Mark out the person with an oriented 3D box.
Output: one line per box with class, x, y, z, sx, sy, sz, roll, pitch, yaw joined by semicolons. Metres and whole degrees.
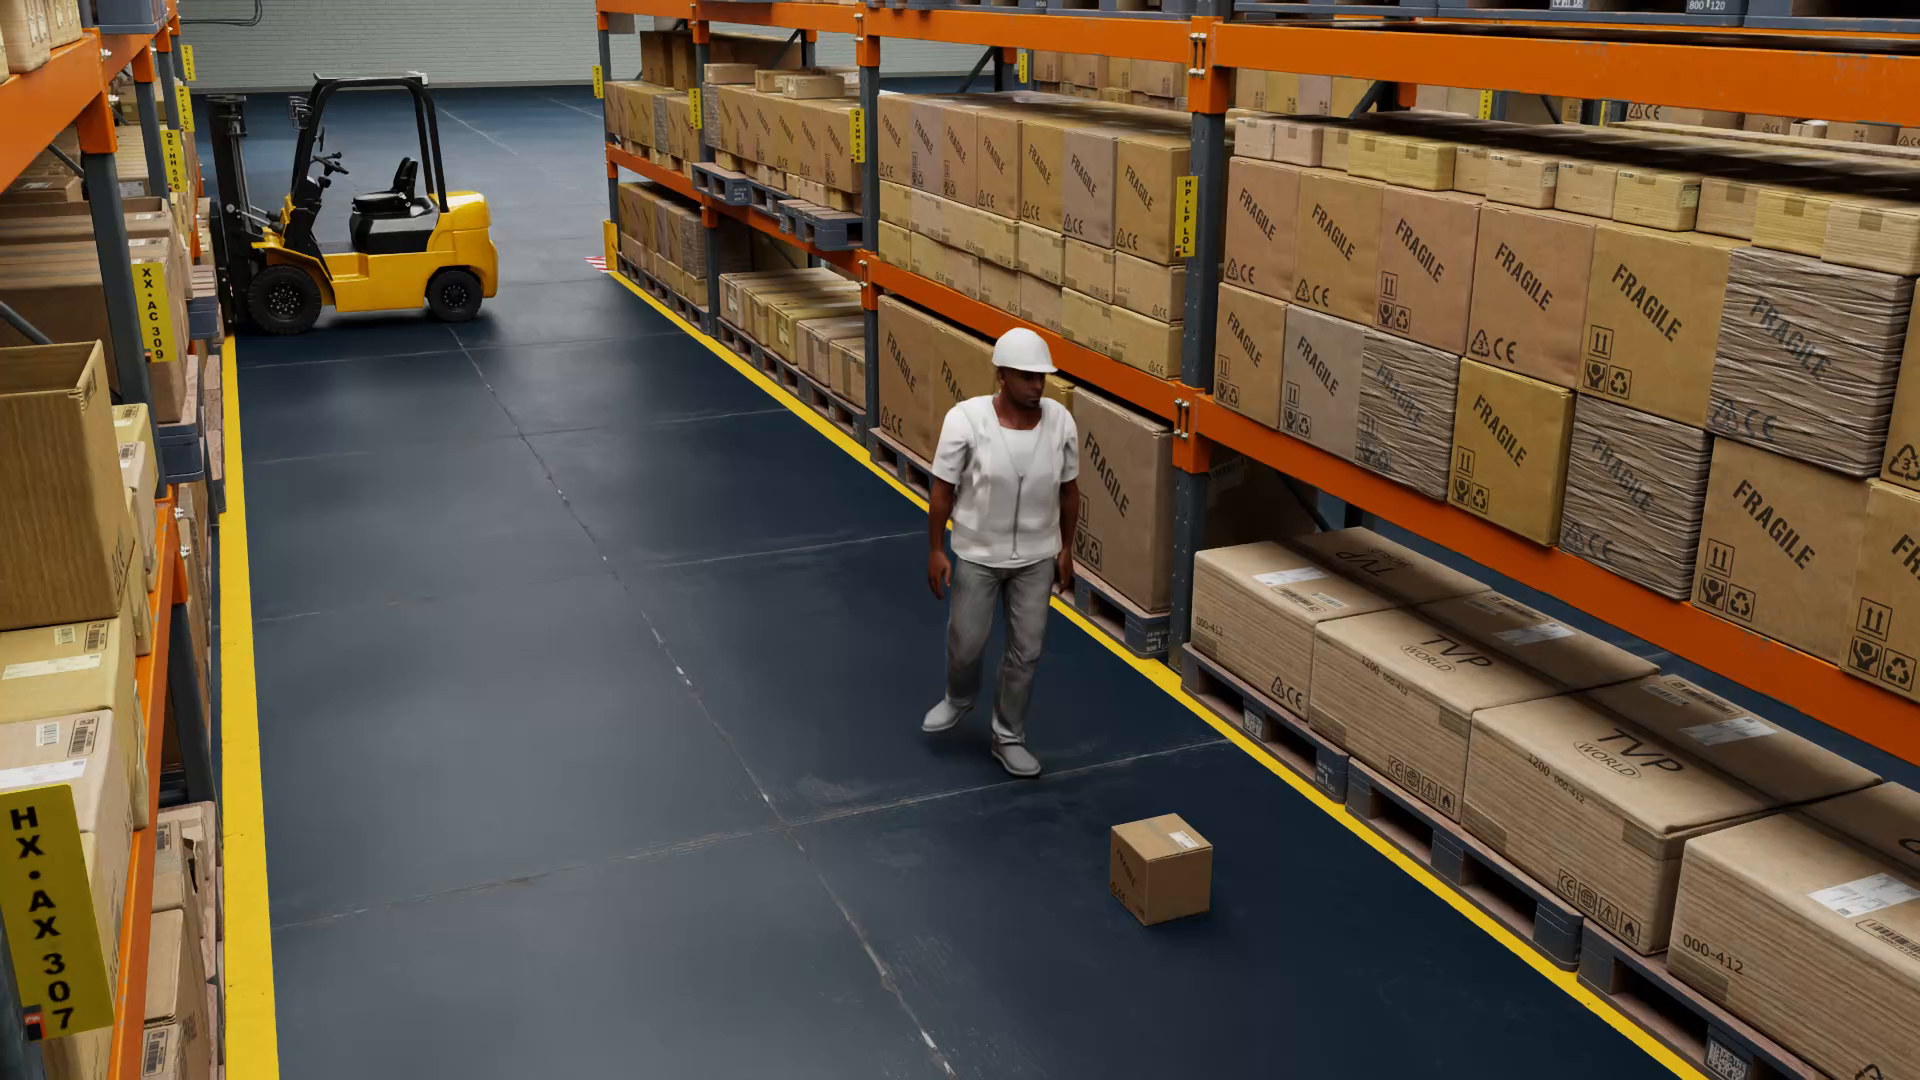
person;0.159;0.033;6.430;0.604;1.761;0.569;-4;19;-11
